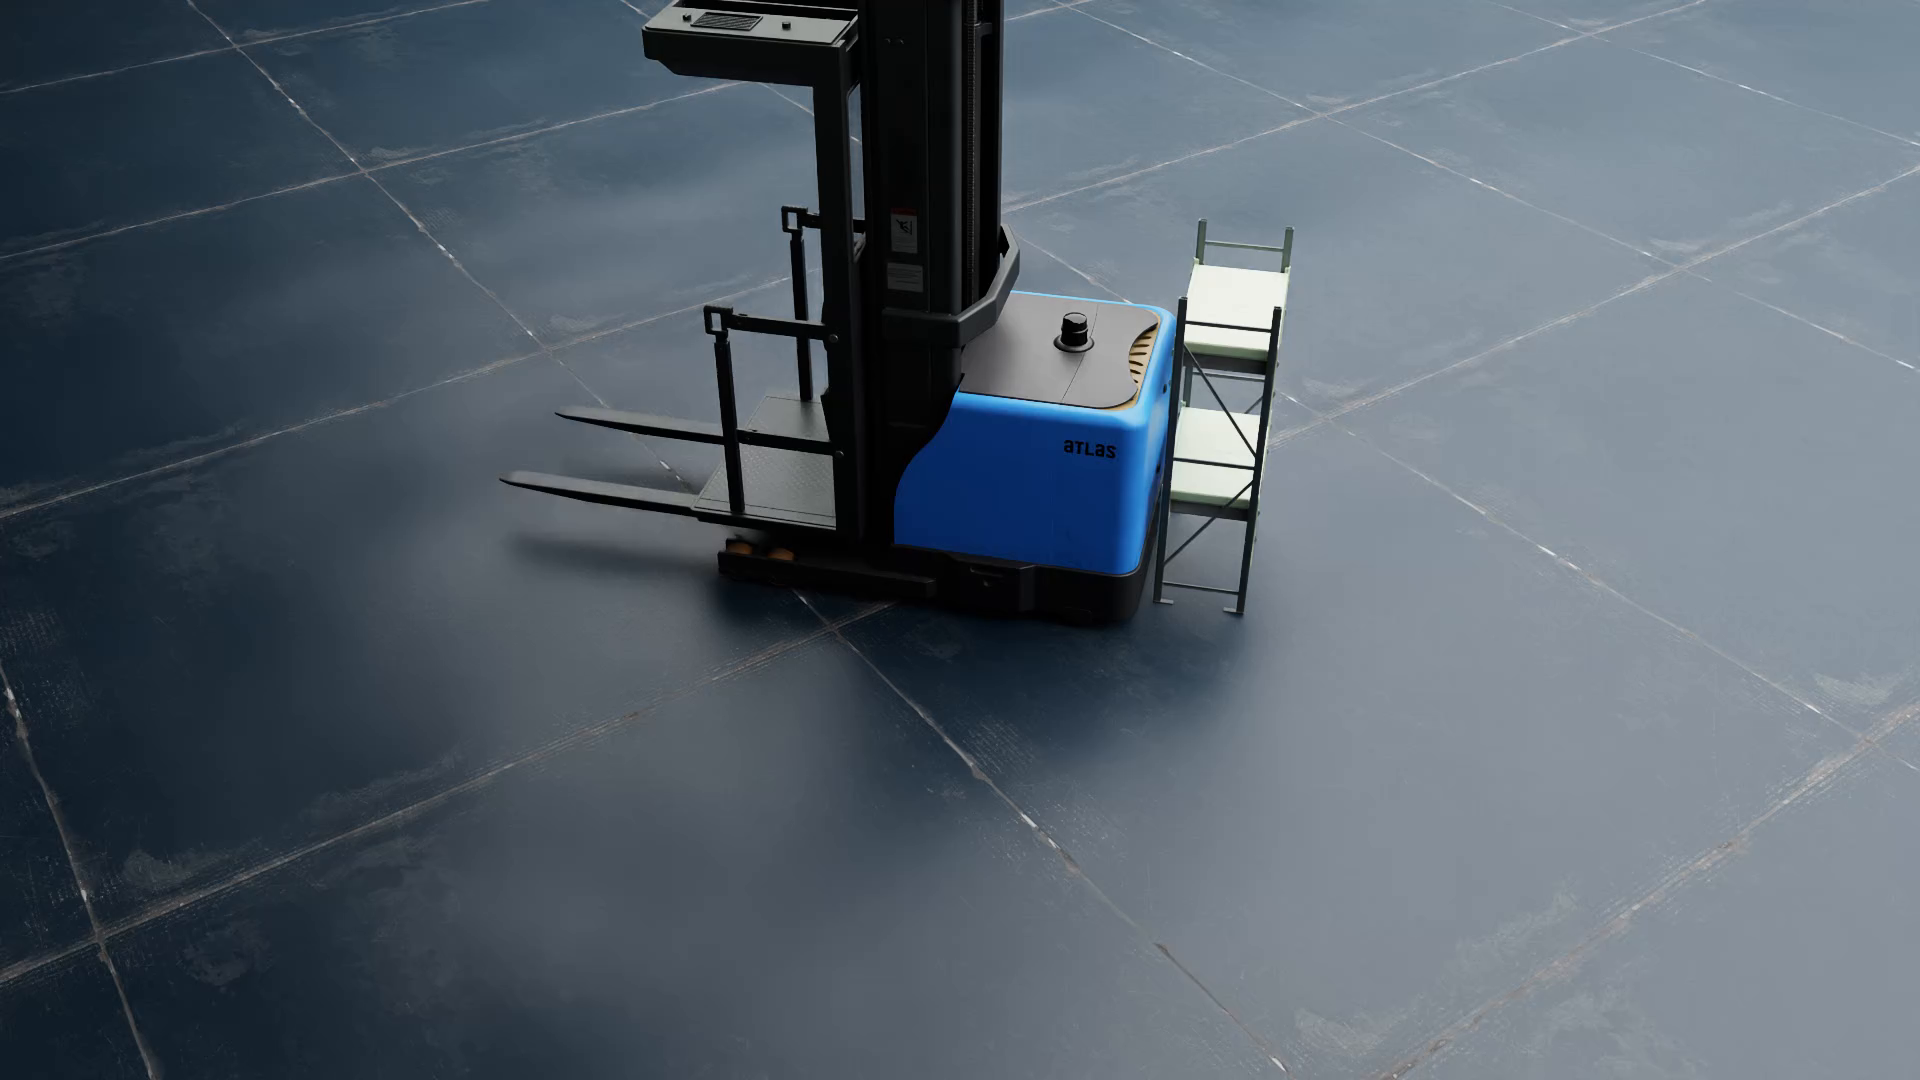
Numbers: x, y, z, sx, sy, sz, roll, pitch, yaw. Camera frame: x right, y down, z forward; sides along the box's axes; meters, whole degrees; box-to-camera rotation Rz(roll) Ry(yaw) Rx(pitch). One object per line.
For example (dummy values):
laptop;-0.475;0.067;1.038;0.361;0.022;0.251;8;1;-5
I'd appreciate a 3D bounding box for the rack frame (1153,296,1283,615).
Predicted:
rack frame;1.052;-0.314;6.902;0.400;1.500;0.023;8;36;10

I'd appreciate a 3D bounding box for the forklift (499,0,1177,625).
forklift;-0.605;-1.275;7.013;3.031;2.935;1.130;8;36;11

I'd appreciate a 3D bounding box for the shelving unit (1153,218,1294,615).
shelving unit;1.132;-0.522;7.191;0.431;1.500;0.755;8;36;10

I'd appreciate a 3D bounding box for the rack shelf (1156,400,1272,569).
rack shelf;1.132;-0.257;7.382;0.431;0.370;0.720;8;36;10

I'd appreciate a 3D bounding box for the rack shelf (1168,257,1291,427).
rack shelf;1.132;-0.839;6.963;0.431;0.370;0.720;8;36;10

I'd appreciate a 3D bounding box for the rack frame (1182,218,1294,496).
rack frame;1.213;-0.730;7.481;0.400;1.500;0.023;8;36;10
